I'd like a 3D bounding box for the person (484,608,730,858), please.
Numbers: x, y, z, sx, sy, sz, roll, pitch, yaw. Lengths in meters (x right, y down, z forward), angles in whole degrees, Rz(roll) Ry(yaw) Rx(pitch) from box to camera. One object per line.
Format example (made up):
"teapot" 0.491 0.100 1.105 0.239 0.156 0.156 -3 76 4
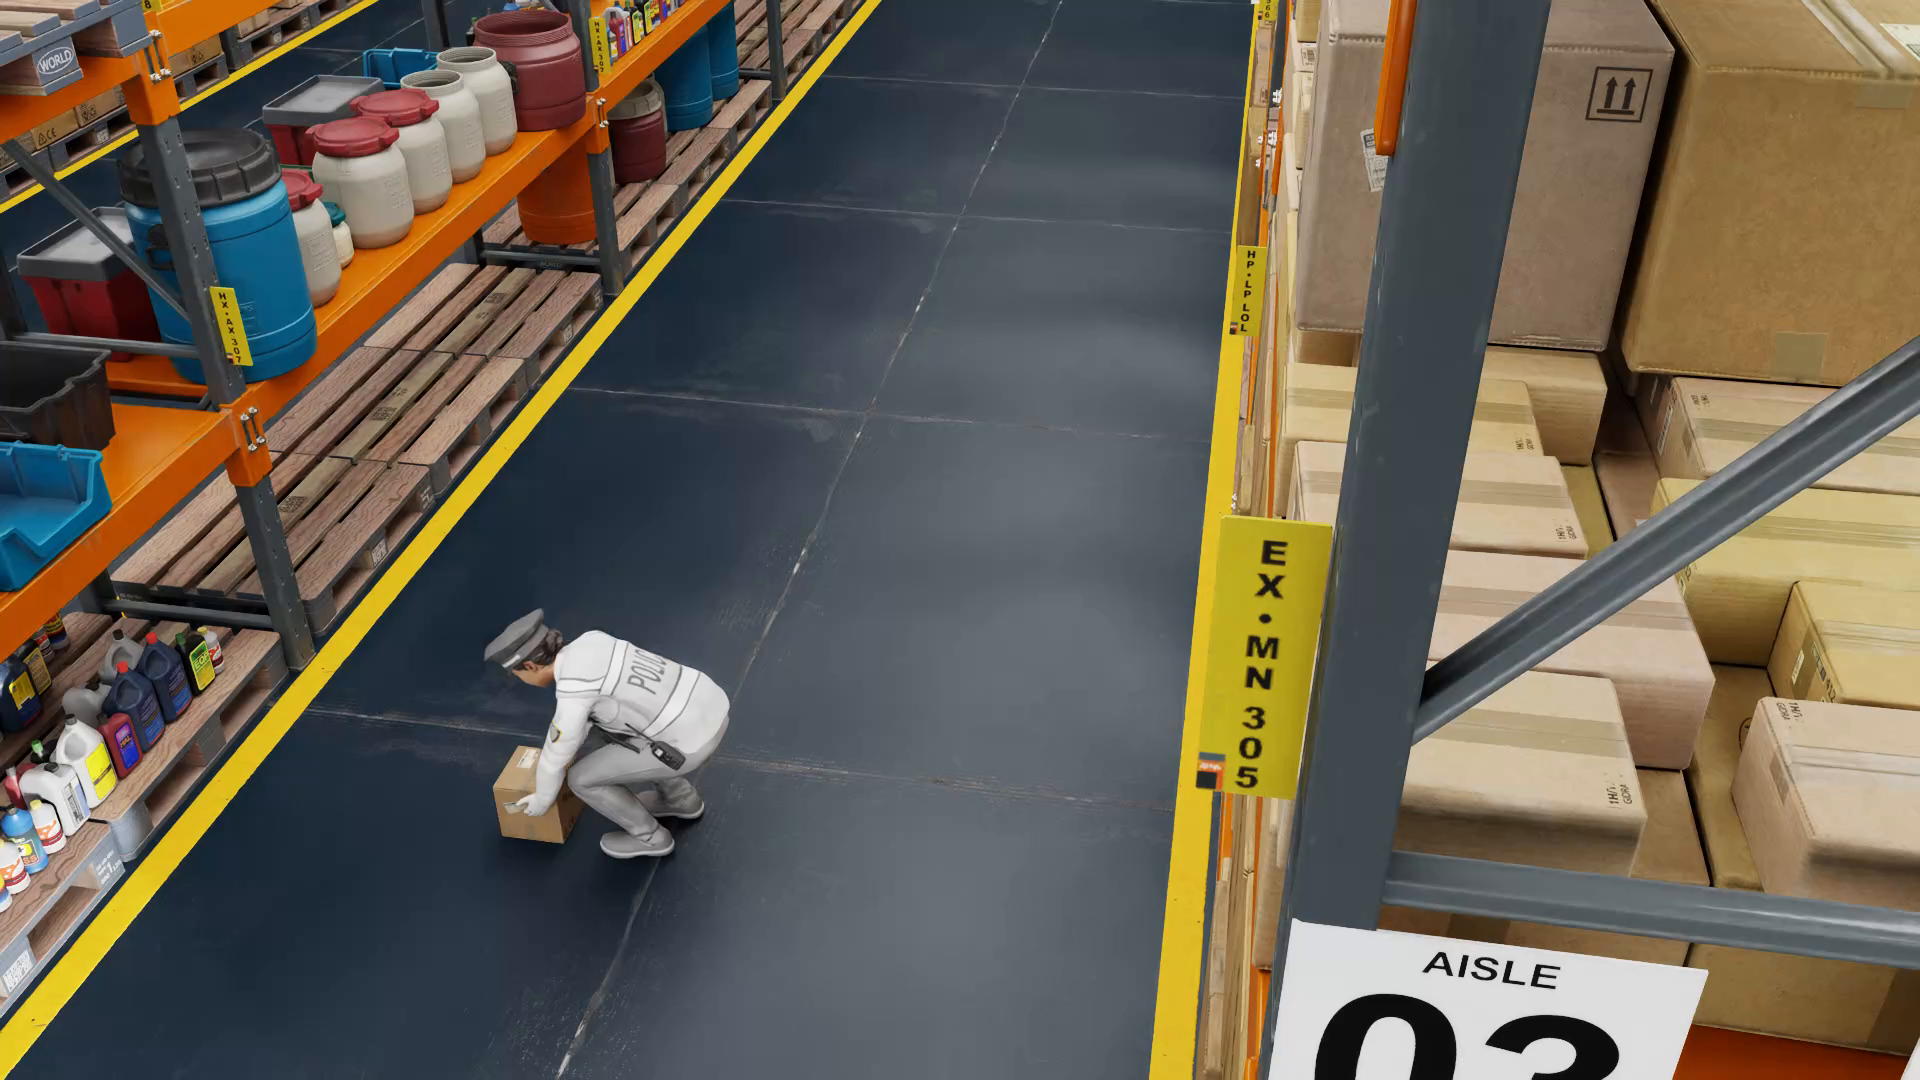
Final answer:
"person" -1.282 0.710 6.144 0.840 1.006 0.498 5 33 8
